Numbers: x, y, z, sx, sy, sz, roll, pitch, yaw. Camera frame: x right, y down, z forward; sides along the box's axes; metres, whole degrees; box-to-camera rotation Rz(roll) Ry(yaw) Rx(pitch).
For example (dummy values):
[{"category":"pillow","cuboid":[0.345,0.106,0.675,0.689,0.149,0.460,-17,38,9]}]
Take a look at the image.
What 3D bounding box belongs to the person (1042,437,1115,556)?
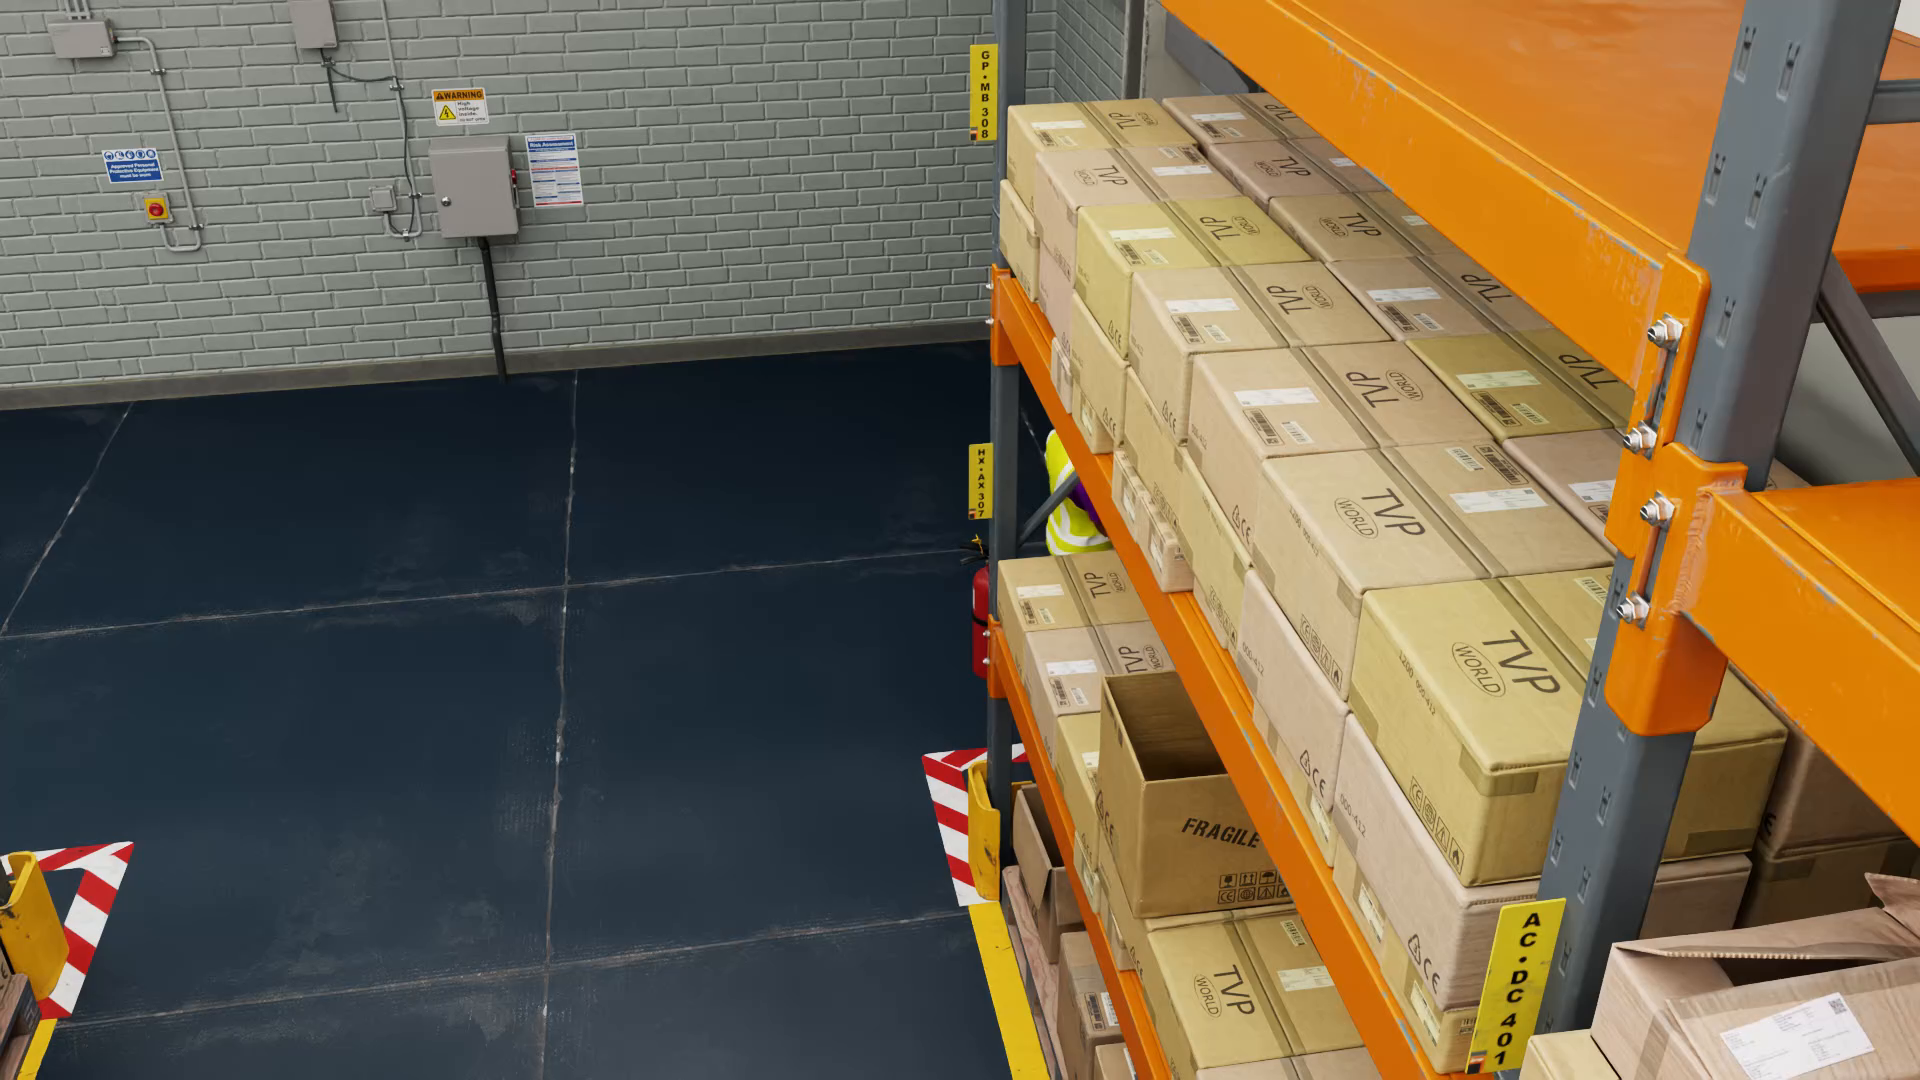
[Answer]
[{"category":"person","cuboid":[0.636,0.041,8.048,0.454,1.761,0.636,-7,31,-11]}]
